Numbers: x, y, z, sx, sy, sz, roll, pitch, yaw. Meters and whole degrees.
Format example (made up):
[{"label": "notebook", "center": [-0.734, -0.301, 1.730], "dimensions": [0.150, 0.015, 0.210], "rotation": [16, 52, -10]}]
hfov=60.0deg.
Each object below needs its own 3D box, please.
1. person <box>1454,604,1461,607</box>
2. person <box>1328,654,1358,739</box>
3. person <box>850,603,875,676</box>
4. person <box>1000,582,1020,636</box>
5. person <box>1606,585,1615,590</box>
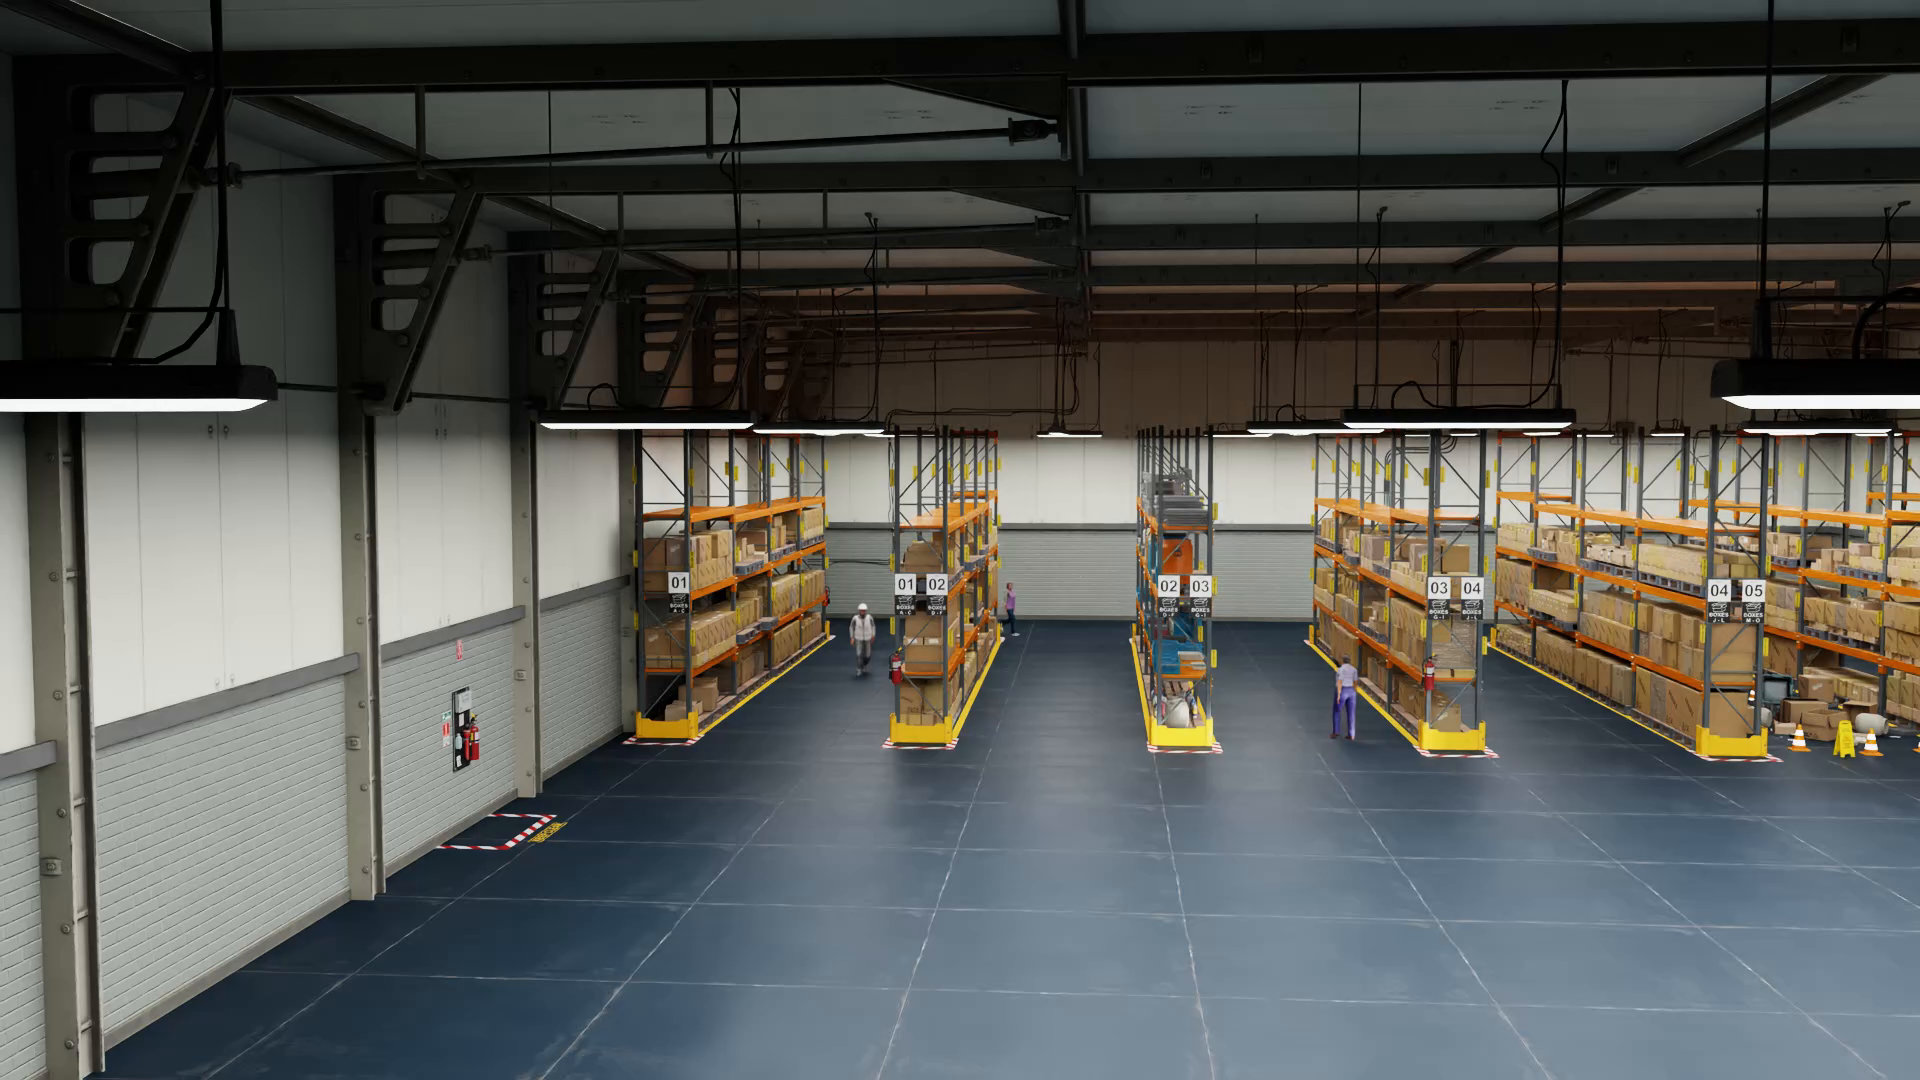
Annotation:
[{"label": "person", "center": [14.640, 1.958, 48.944], "dimensions": [0.517, 1.608, 1.049], "rotation": [1, 4, 22]}, {"label": "person", "center": [7.392, 3.012, 31.842], "dimensions": [0.496, 1.672, 0.701], "rotation": [0, 3, -8]}, {"label": "person", "center": [-2.386, 2.413, 40.653], "dimensions": [0.632, 1.758, 0.604], "rotation": [0, 3, -8]}, {"label": "person", "center": [1.406, 2.006, 48.580], "dimensions": [0.759, 1.569, 0.422], "rotation": [2, 4, 24]}, {"label": "person", "center": [17.806, 2.092, 45.574], "dimensions": [0.539, 1.727, 1.018], "rotation": [-2, 4, -32]}]
